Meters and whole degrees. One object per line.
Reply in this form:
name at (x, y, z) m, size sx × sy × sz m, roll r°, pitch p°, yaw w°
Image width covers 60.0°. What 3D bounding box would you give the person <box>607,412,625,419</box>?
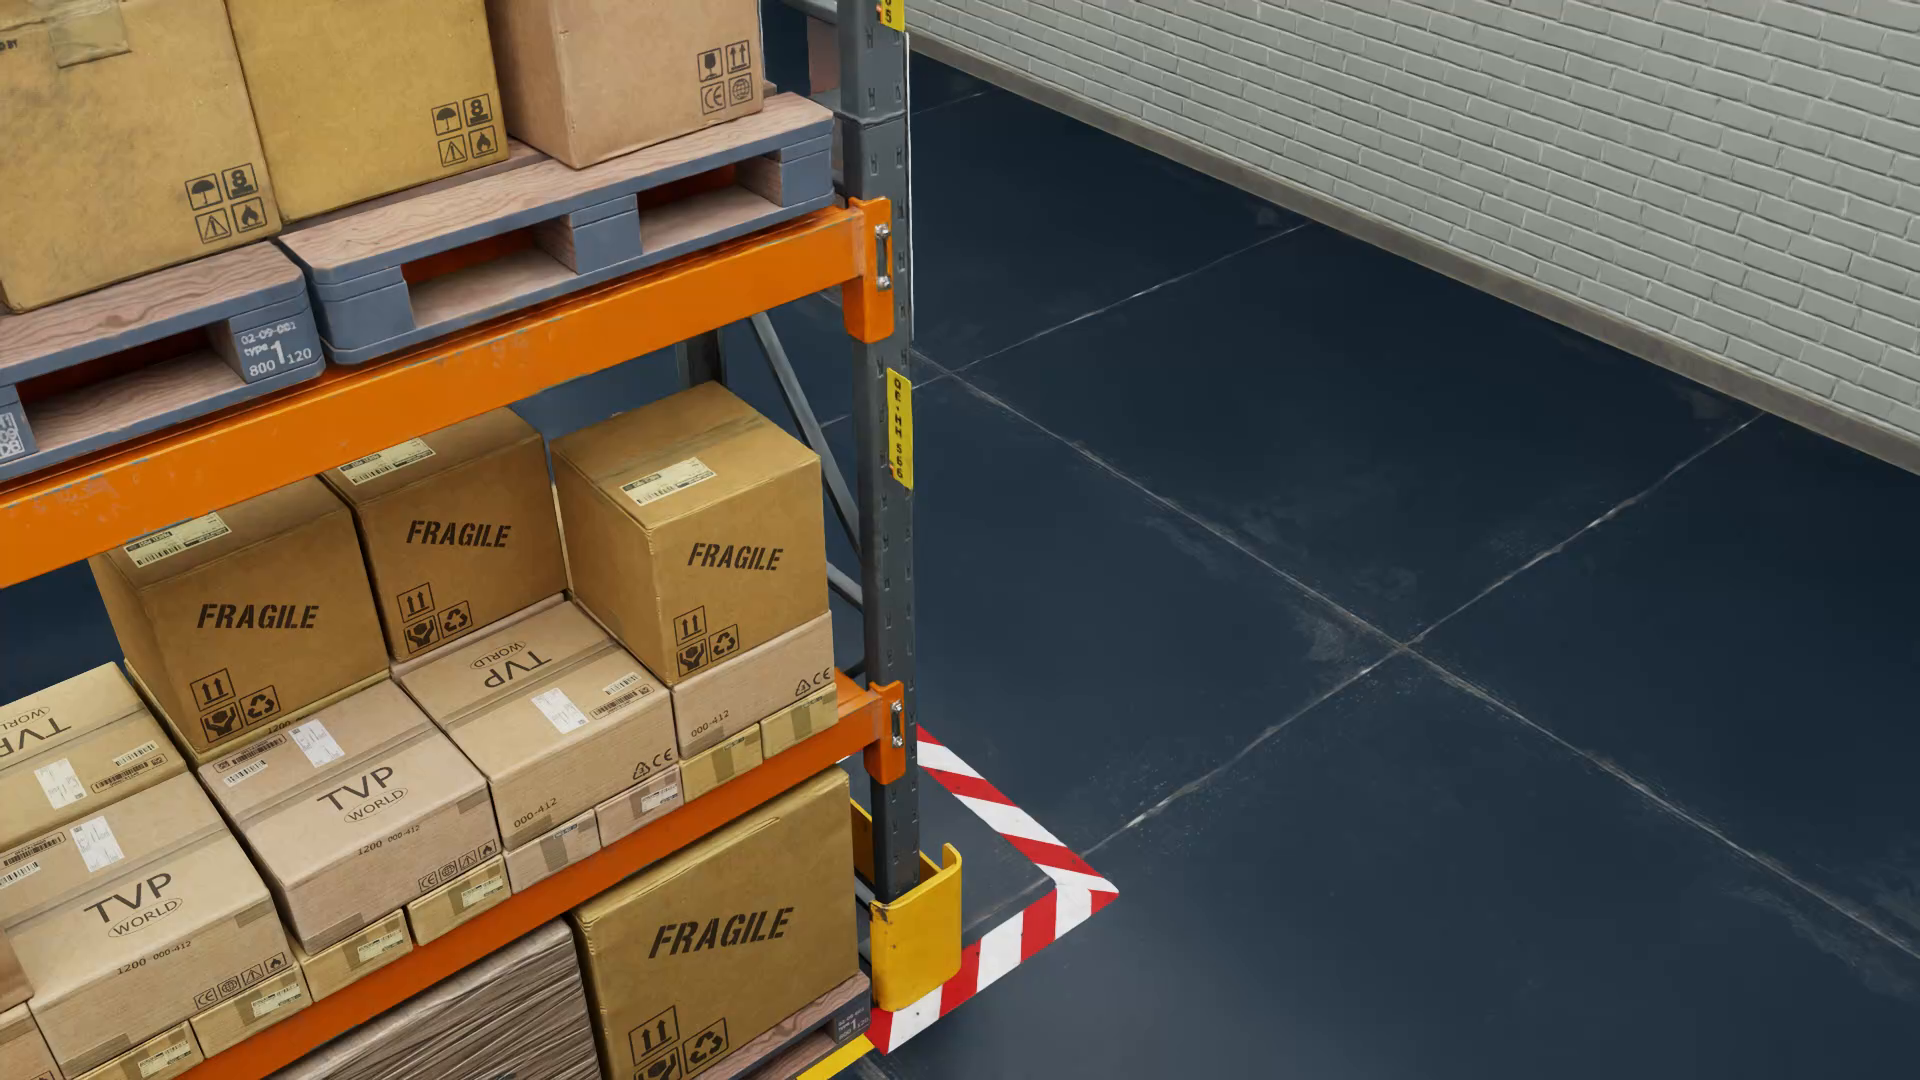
person at (-1.027, -0.028, 6.827) m, size 0.863 × 1.008 × 0.539 m, roll 16°, pitch 39°, yaw 21°
